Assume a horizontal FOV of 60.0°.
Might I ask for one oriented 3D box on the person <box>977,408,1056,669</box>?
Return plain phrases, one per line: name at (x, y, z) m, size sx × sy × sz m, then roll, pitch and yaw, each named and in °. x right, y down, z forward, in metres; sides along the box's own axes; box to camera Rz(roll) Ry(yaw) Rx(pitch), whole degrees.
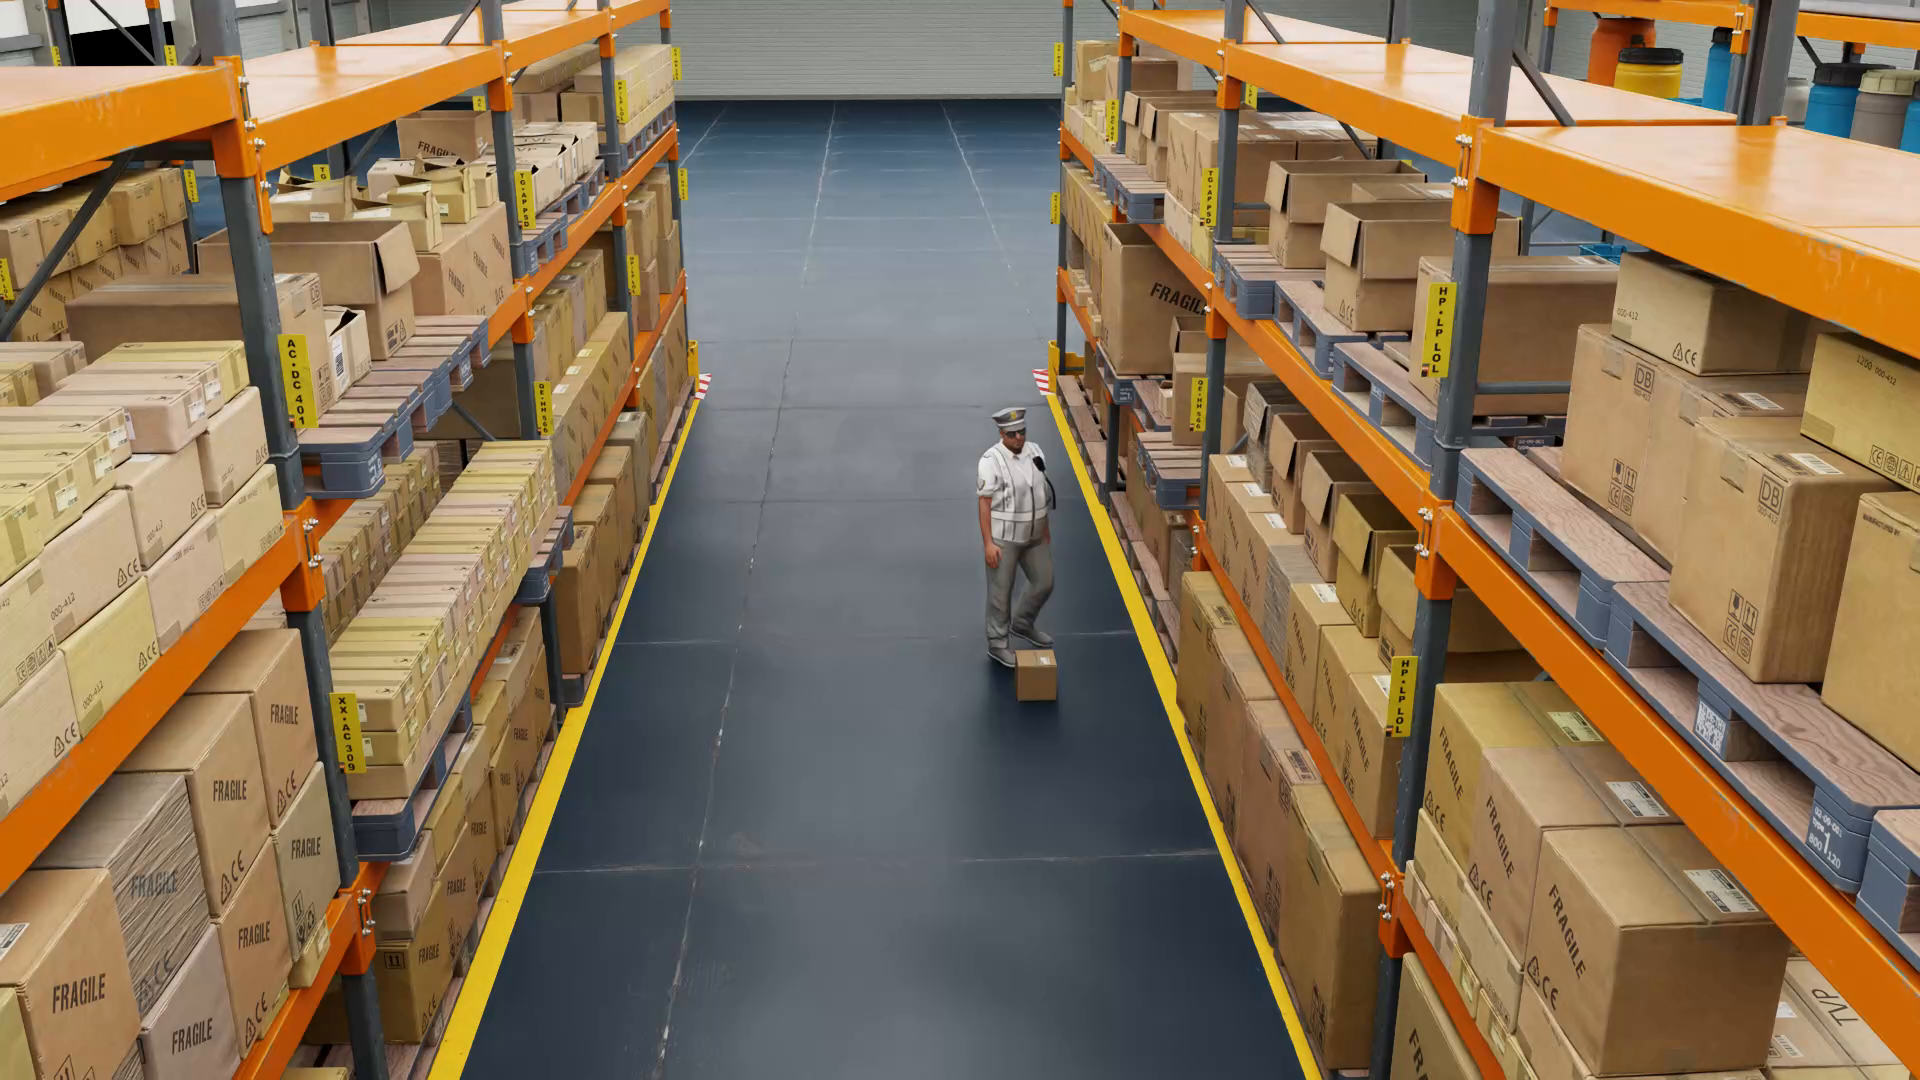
person at (0.404, -0.037, 11.128) m, size 0.627 × 1.779 × 0.439 m, roll -15°, pitch 25°, yaw -35°
